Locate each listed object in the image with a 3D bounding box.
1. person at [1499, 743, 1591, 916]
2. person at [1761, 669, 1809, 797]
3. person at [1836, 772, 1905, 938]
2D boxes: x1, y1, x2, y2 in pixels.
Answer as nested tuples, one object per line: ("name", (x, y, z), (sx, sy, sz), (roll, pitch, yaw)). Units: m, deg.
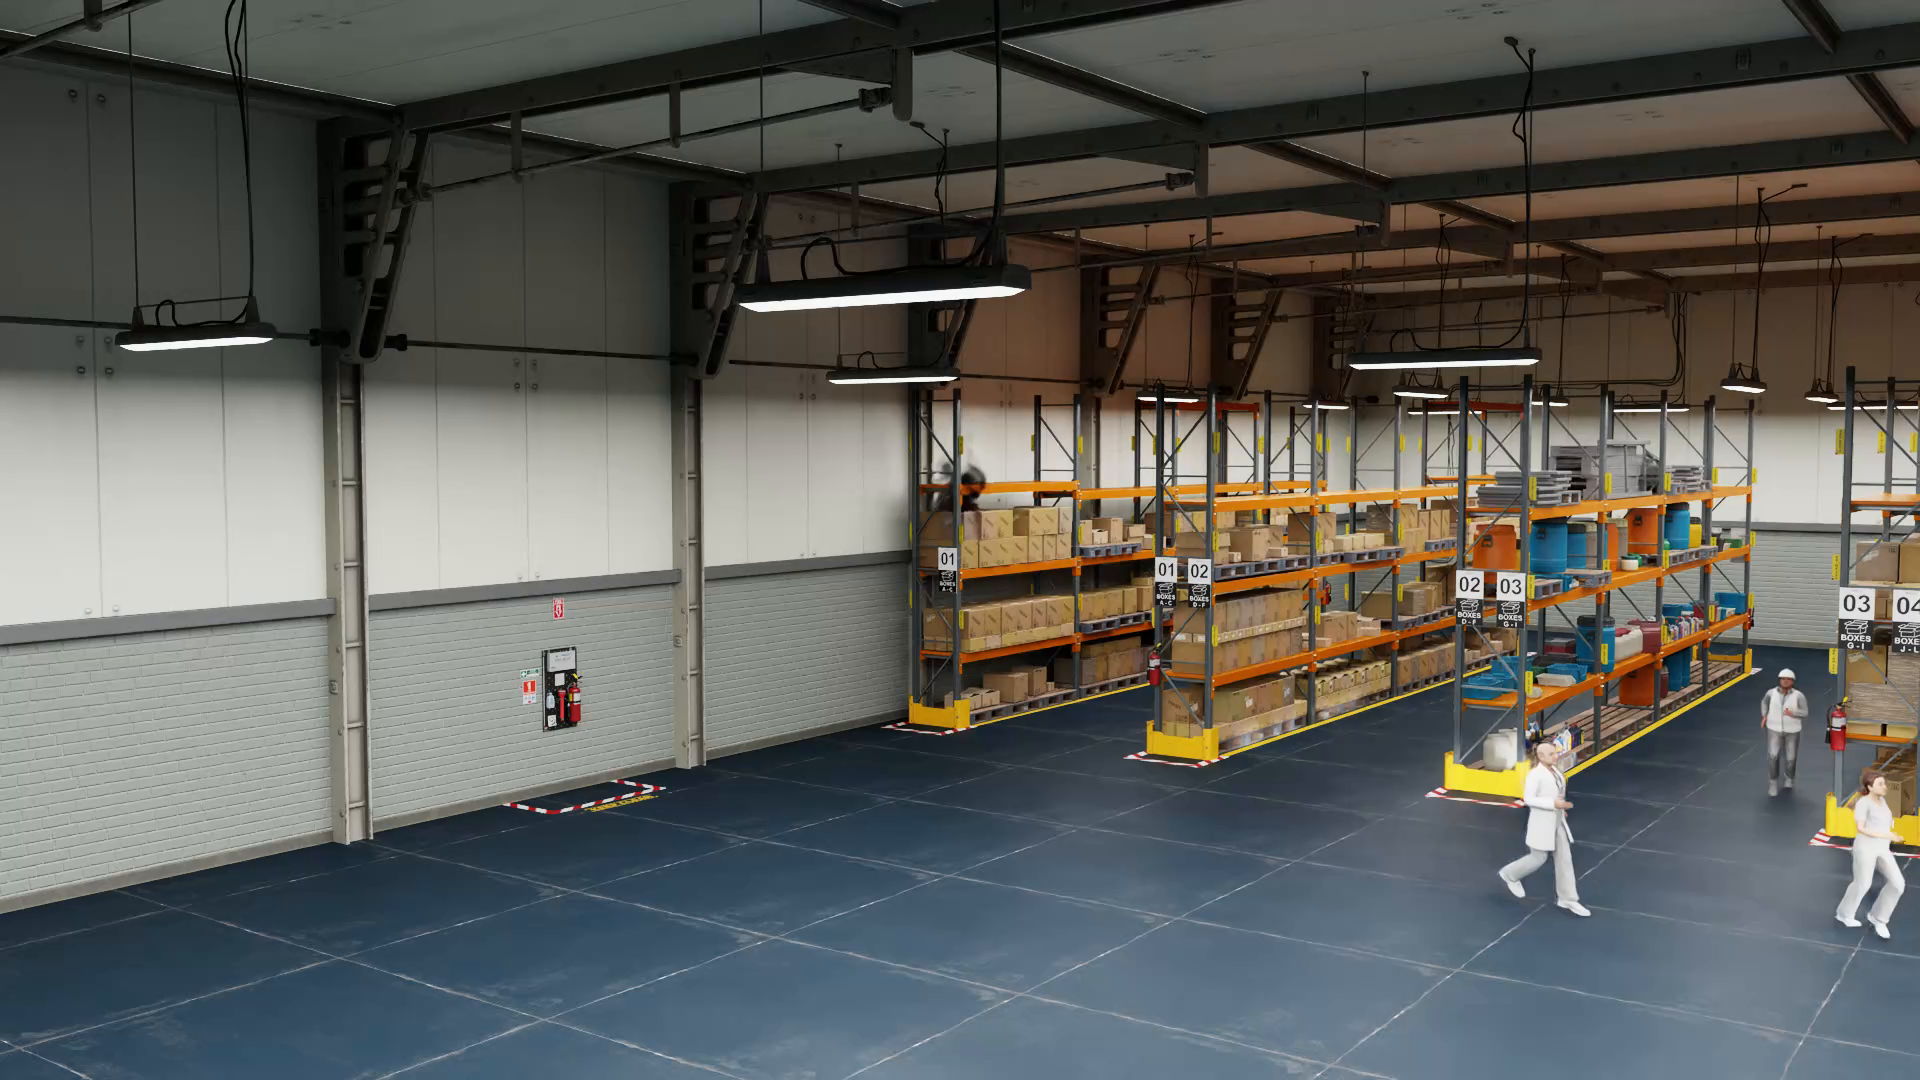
("person", (6.298, 3.072, 17.893), (0.710, 1.781, 1.049), (-2, 4, -36))
("person", (11.810, 2.762, 23.841), (0.625, 1.834, 0.758), (2, 4, 29))
("person", (9.323, 3.209, 16.979), (0.575, 1.708, 0.715), (-1, 4, -23))
